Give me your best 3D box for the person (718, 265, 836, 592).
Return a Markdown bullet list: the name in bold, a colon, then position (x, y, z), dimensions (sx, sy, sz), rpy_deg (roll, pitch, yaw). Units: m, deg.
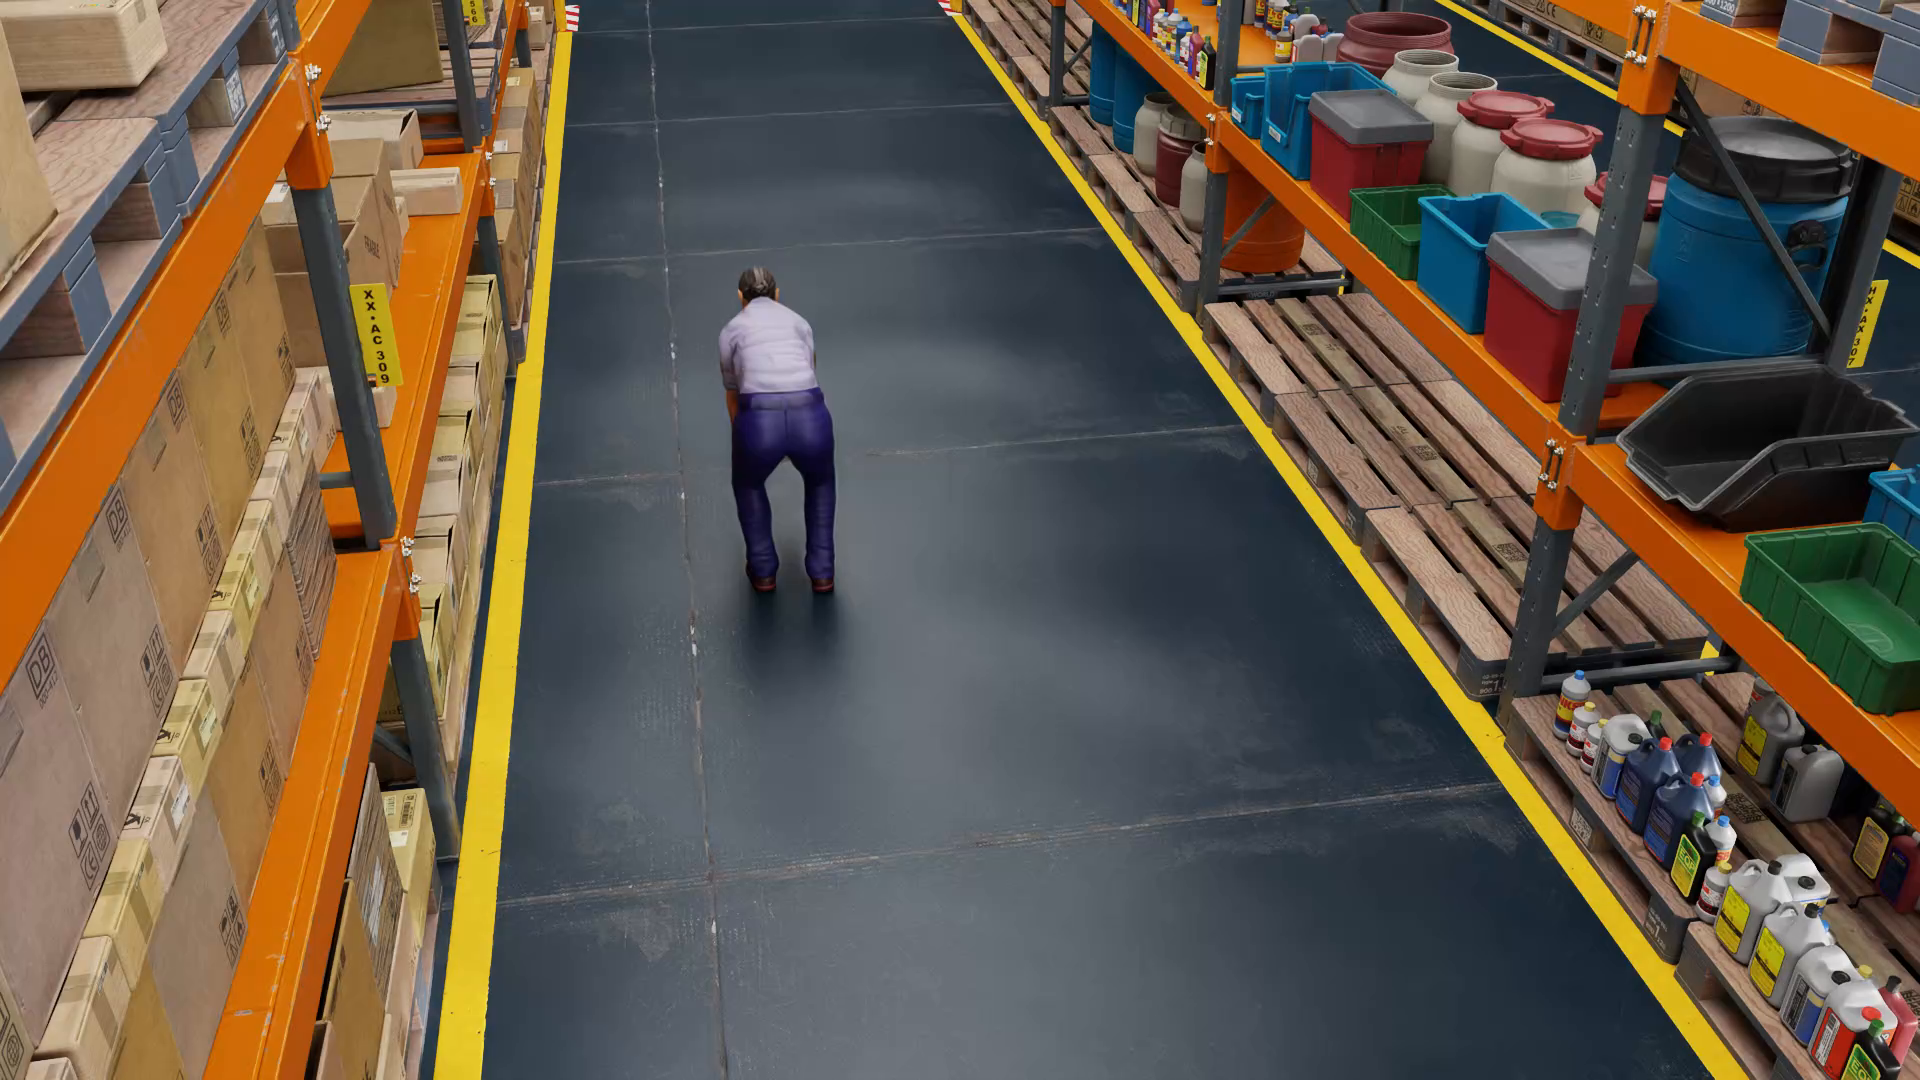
- **person**: position (-0.787, -0.460, 7.245), dimensions (0.456, 1.318, 0.813), rpy_deg (-6, 31, -10)
